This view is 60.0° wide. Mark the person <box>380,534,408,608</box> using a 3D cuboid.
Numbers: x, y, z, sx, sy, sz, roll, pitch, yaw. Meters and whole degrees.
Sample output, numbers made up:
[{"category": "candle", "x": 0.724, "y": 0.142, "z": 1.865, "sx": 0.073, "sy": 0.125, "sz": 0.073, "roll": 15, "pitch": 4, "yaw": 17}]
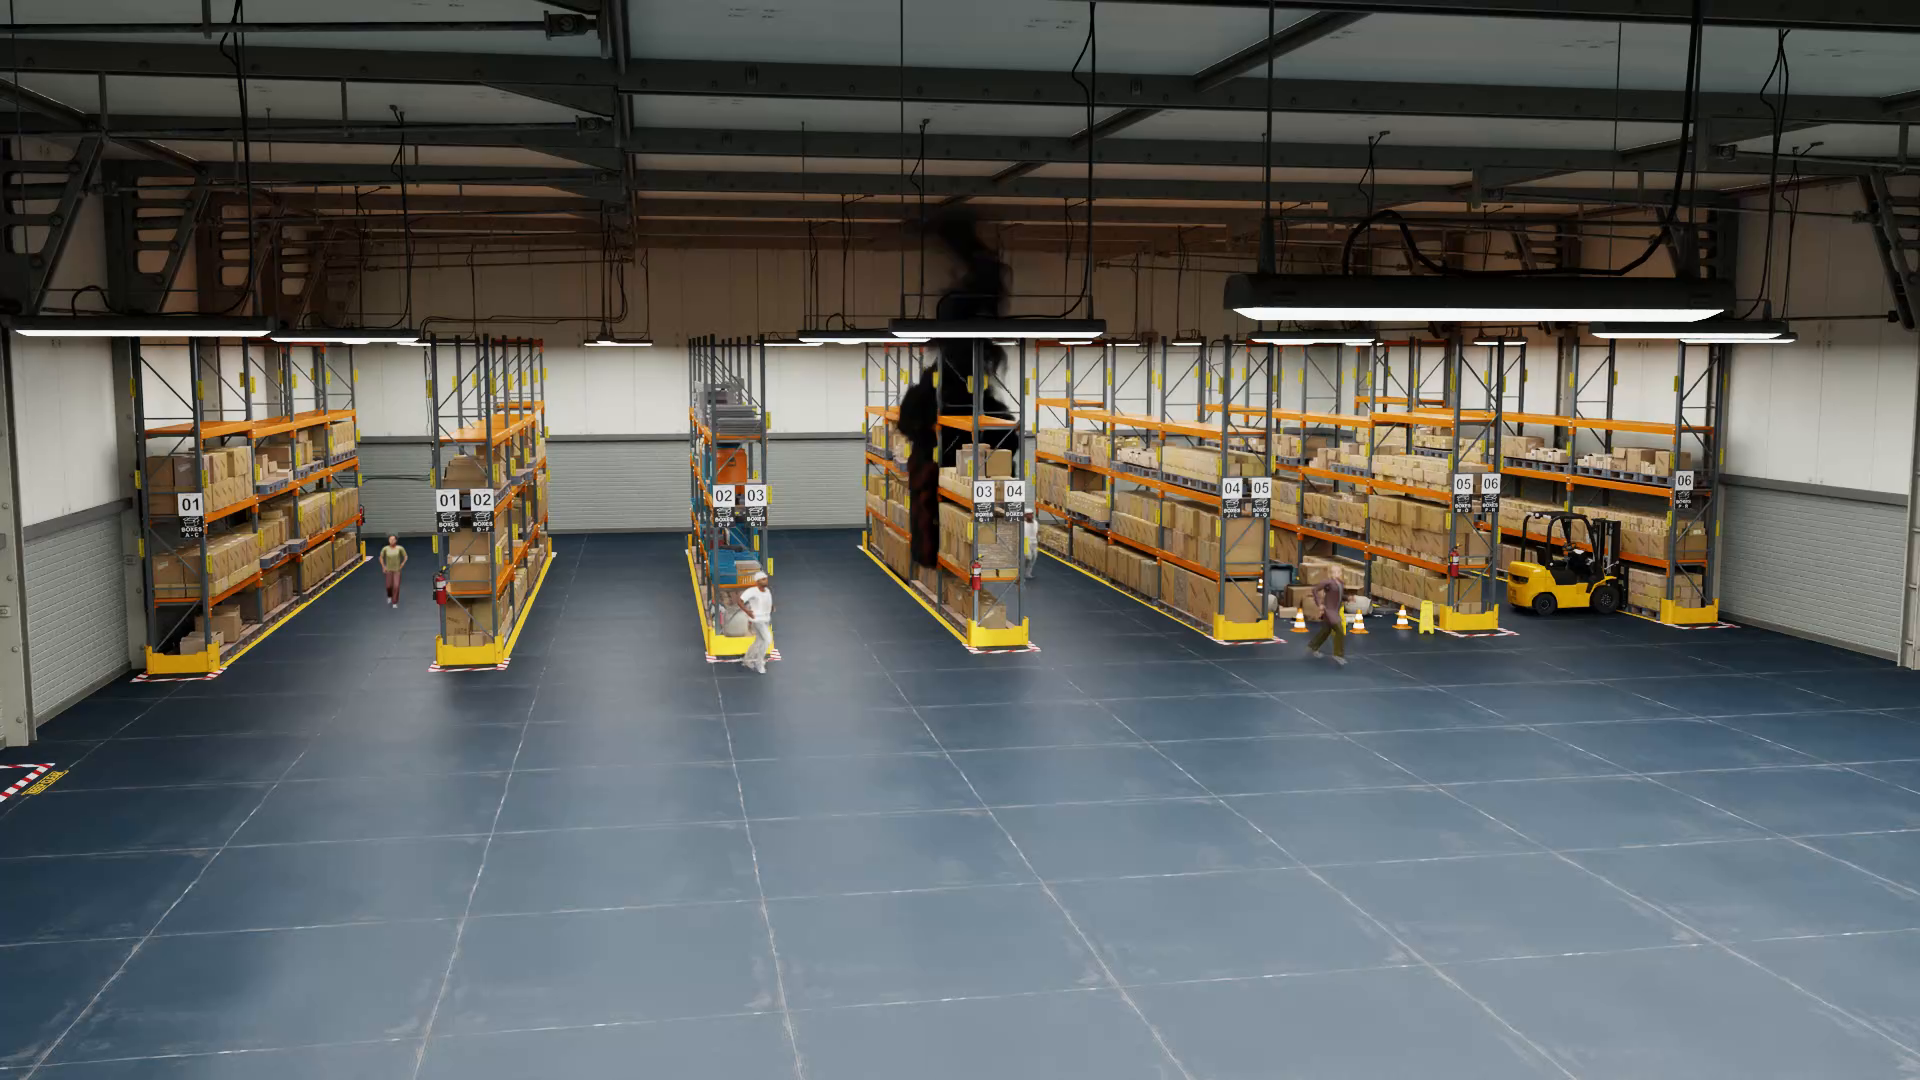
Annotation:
[{"category": "person", "x": -12.571, "y": 0.686, "z": 36.957, "sx": 0.594, "sy": 1.639, "sz": 0.540, "roll": -2, "pitch": 7, "yaw": -19}]

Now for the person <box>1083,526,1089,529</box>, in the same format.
[{"category": "person", "x": 3.877, "y": -0.849, "z": 50.167, "sx": 0.592, "sy": 1.654, "sz": 0.576, "roll": -1, "pitch": 7, "yaw": -12}]

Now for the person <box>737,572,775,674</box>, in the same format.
[{"category": "person", "x": -3.570, "y": 1.475, "z": 29.640, "sx": 0.644, "sy": 1.825, "sz": 0.731, "roll": 3, "pitch": 7, "yaw": 27}]

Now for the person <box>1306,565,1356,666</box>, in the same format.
[{"category": "person", "x": 6.783, "y": 1.363, "z": 30.487, "sx": 0.986, "sy": 1.824, "sz": 0.622, "roll": 5, "pitch": 8, "yaw": 36}]

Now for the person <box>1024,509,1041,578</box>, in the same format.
[{"category": "person", "x": 1.756, "y": 0.094, "z": 41.573, "sx": 0.677, "sy": 1.734, "sz": 0.584, "roll": -3, "pitch": 7, "yaw": -26}]
